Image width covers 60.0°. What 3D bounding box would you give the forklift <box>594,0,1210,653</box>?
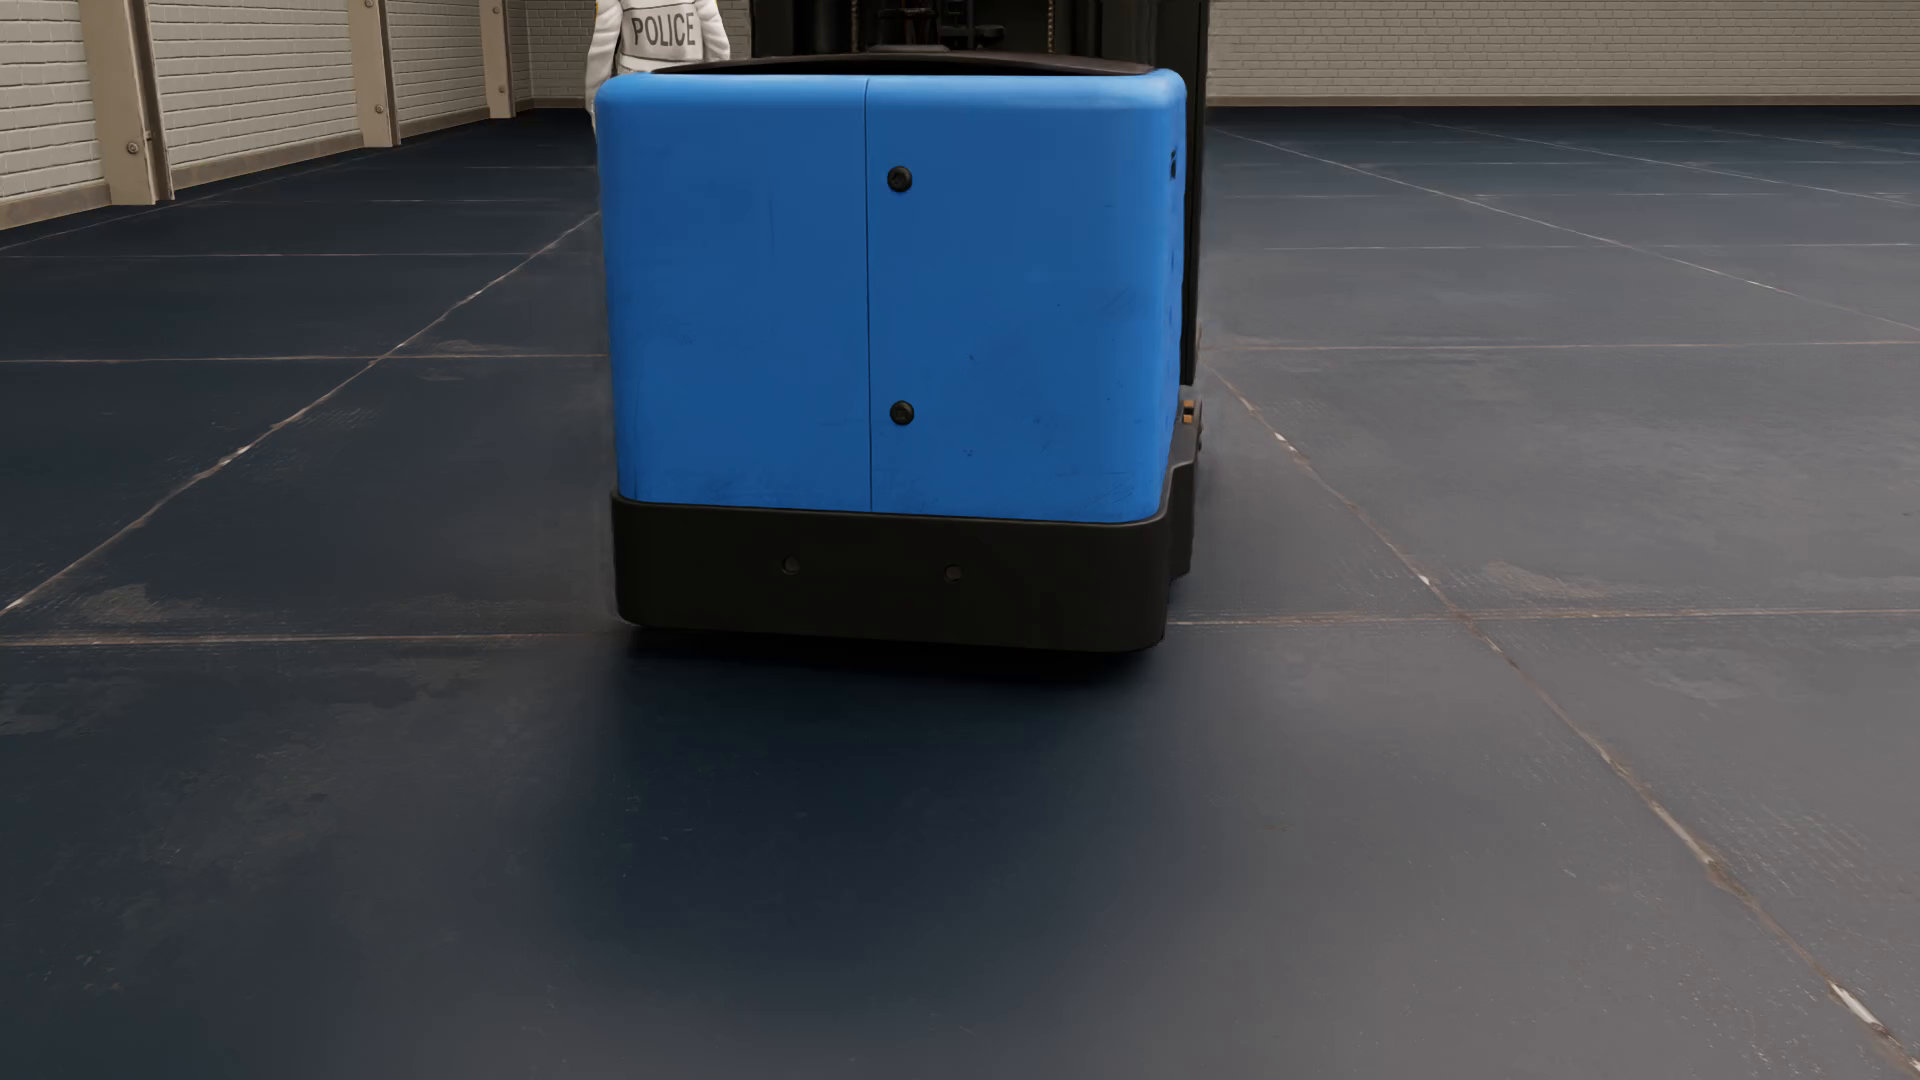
[{"bbox_3d":[0.083,-1.586,4.091,1.130,2.935,3.031,3,17,9],"label":"forklift"}]

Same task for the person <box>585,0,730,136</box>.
[{"bbox_3d":[-1.192,-1.708,6.581,0.587,1.694,0.531,-6,18,-19],"label":"person"}]
